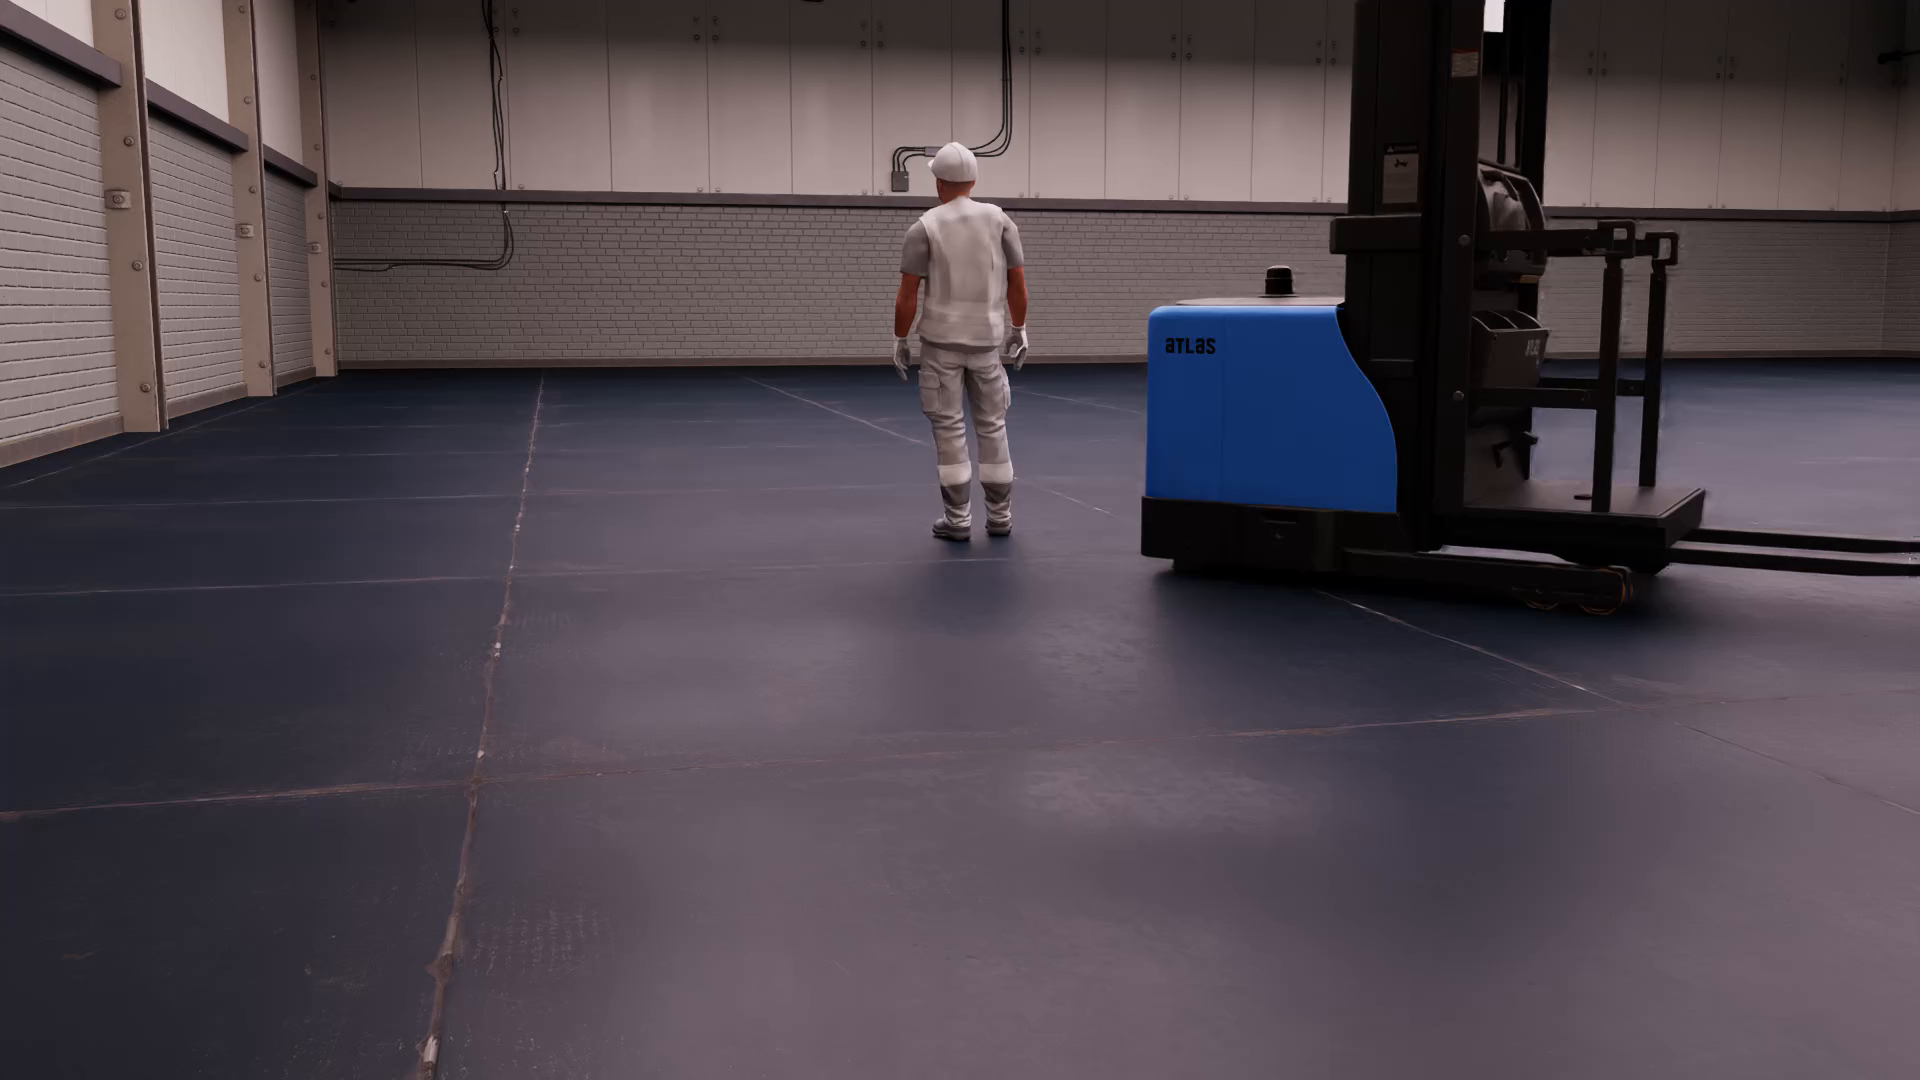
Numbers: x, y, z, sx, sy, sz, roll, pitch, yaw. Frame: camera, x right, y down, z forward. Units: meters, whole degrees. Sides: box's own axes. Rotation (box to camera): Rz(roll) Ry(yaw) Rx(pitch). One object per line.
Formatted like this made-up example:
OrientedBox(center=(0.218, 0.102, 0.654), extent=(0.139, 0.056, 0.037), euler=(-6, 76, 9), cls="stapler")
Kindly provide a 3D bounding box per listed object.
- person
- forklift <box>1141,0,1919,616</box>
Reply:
OrientedBox(center=(-0.007, -0.904, 7.662), extent=(0.638, 1.787, 0.564), euler=(-2, 8, -13), cls="person")
OrientedBox(center=(2.267, -1.271, 6.213), extent=(3.031, 2.935, 1.130), euler=(5, 9, 31), cls="forklift")
